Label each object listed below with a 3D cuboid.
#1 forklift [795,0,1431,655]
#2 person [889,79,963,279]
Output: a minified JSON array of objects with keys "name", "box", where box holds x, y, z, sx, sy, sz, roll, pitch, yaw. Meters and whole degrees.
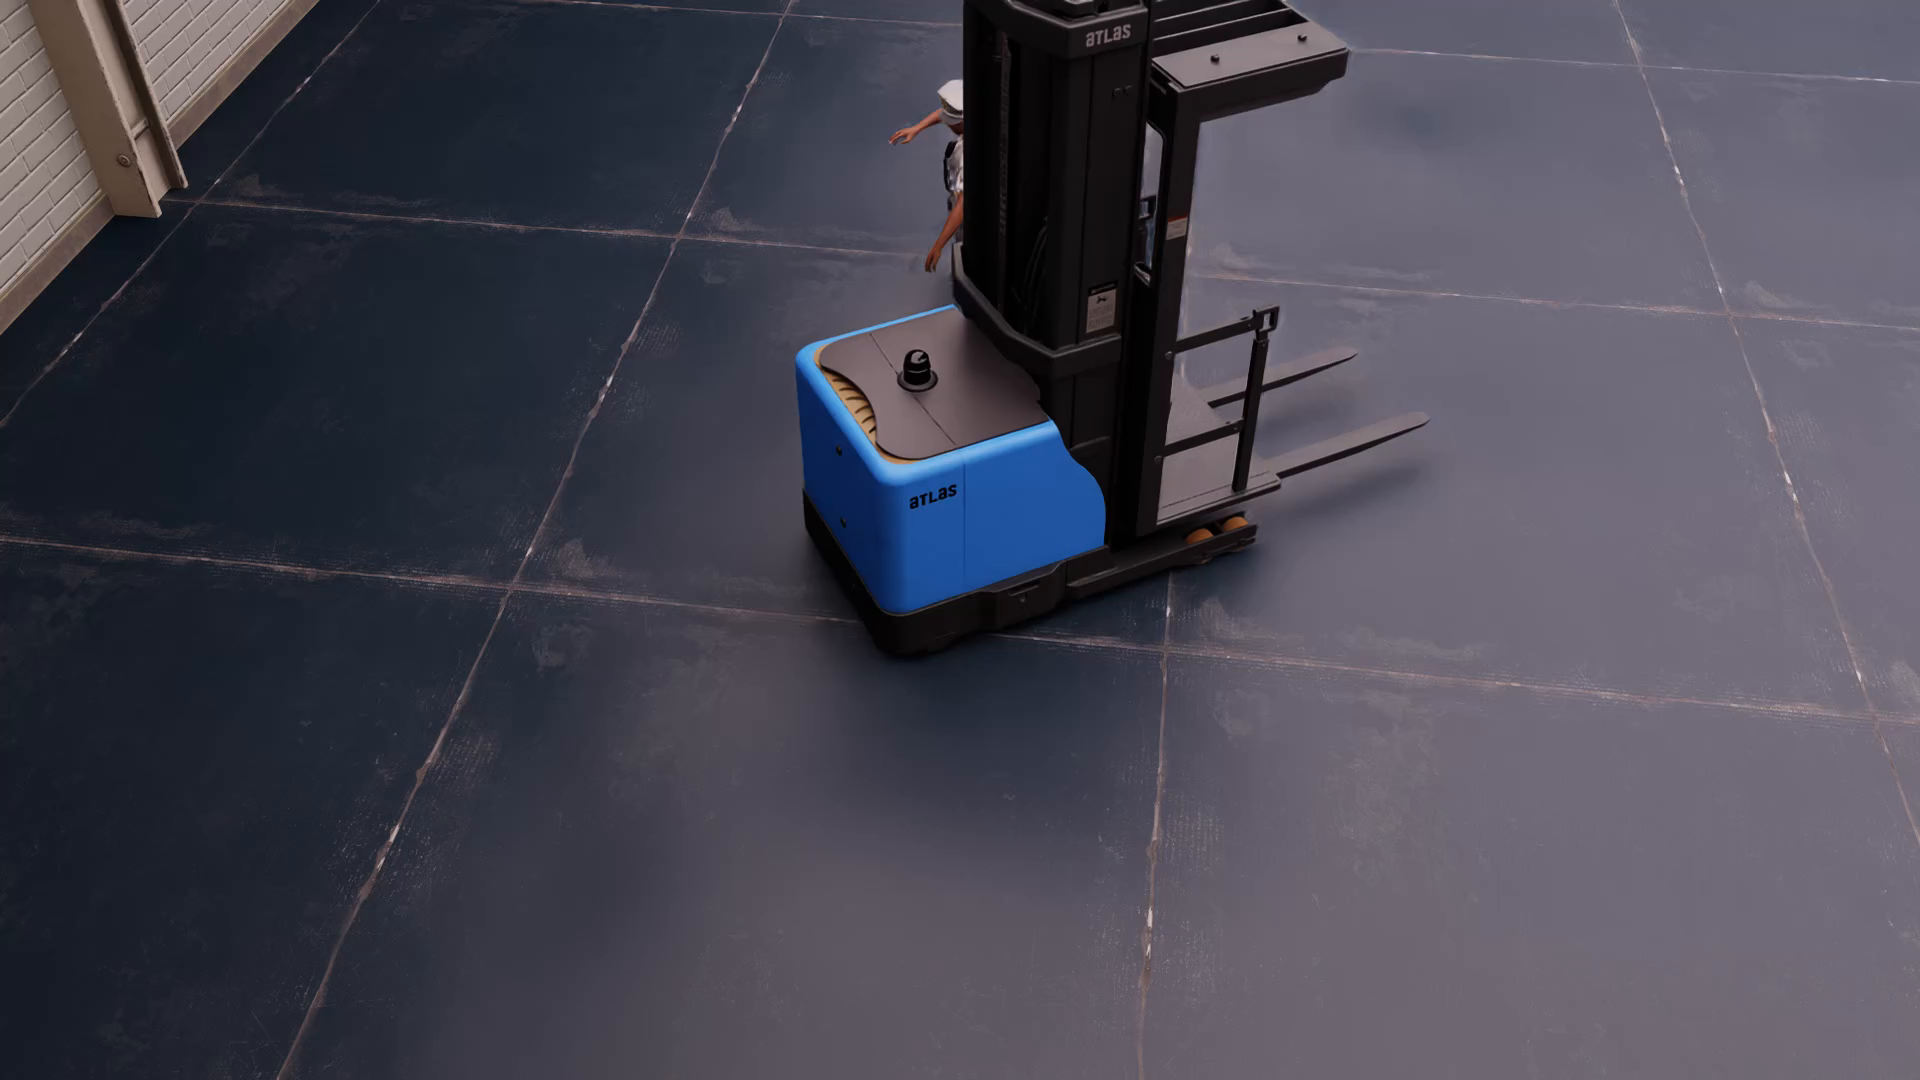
[{"name":"forklift","box":[0.823,-1.270,7.107,3.031,2.935,1.130,-18,46,-19]},{"name":"person","box":[0.021,-1.744,8.803,0.695,1.439,0.917,-16,45,-17]}]
